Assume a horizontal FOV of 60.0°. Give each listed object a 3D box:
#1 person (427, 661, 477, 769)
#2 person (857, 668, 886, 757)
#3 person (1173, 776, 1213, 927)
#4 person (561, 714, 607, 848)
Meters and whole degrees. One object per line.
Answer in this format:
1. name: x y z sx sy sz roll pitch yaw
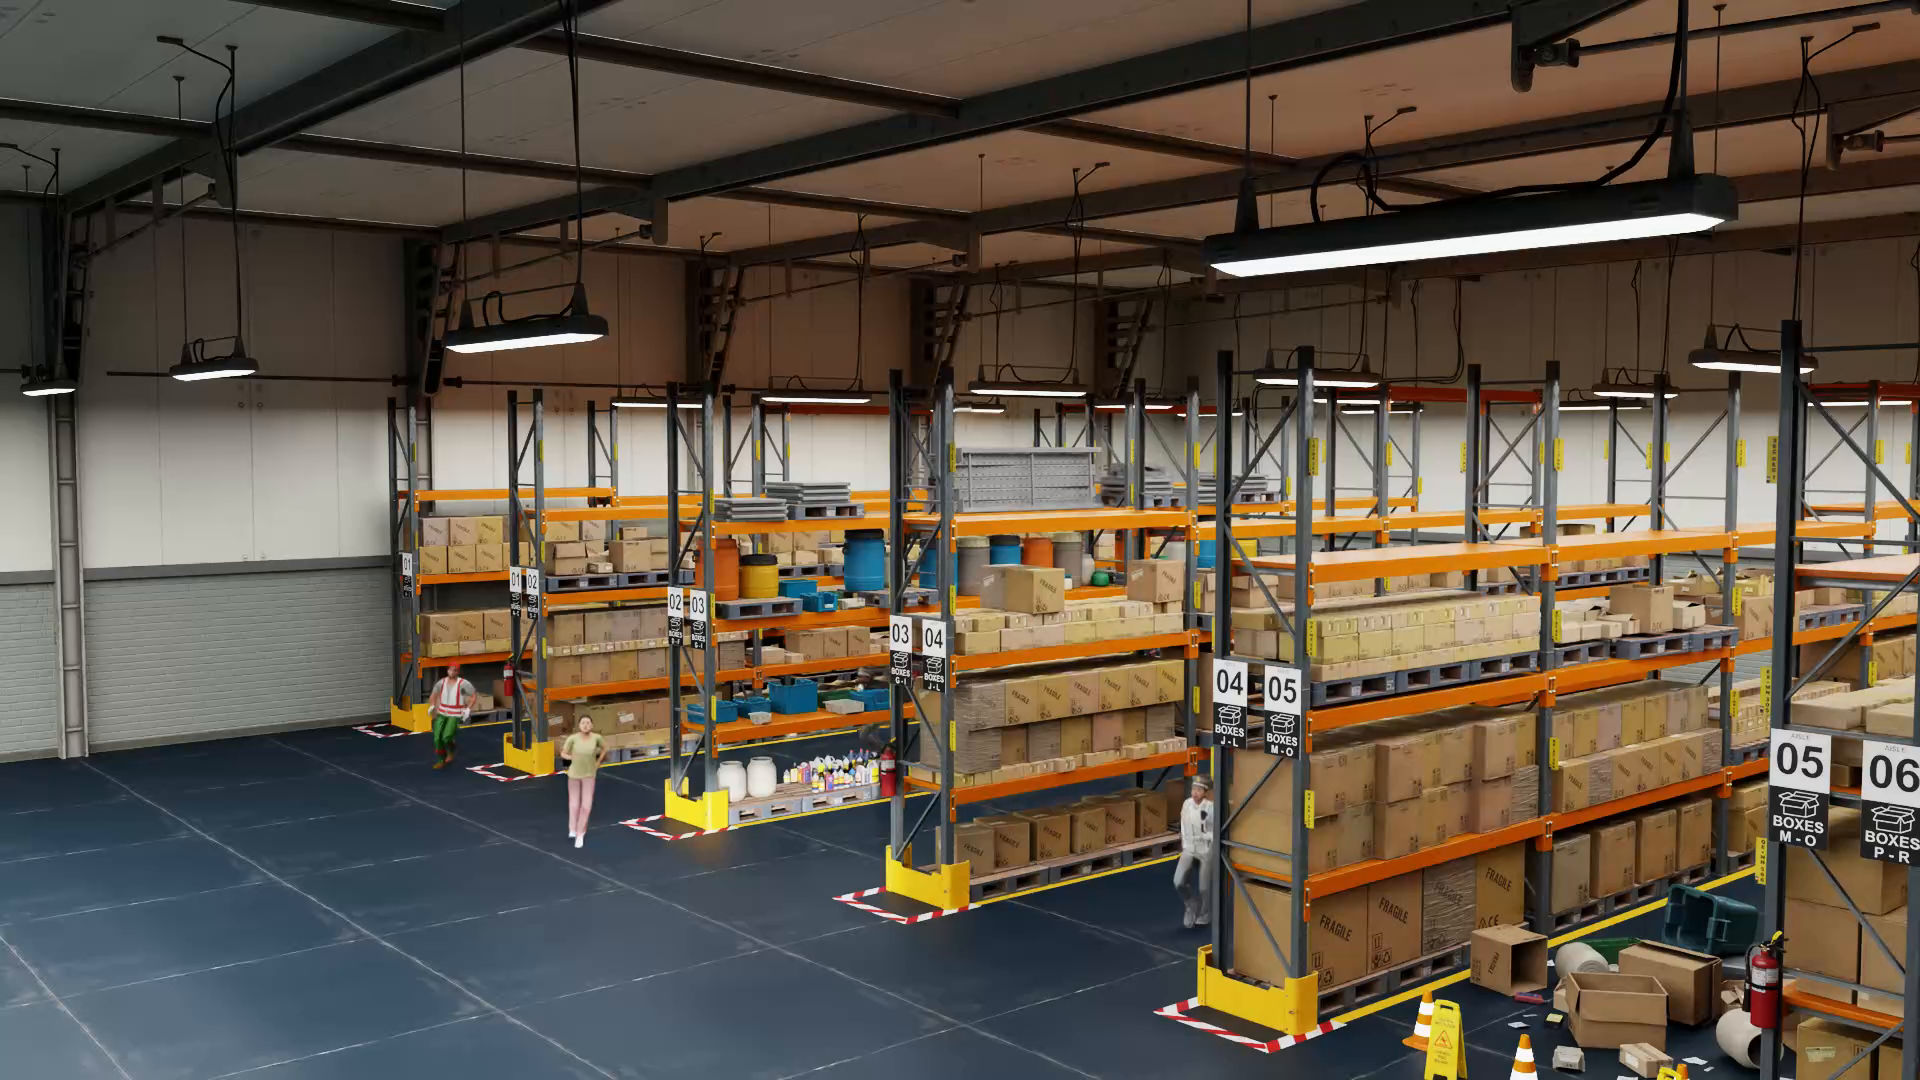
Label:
1. person: -8.063 2.775 26.279 0.714 1.717 0.530 1 3 9
2. person: -1.392 2.810 26.313 0.790 1.623 0.562 -3 4 -37
3. person: 2.527 3.292 17.574 0.606 1.652 0.660 2 4 33
4. person: -4.851 3.109 21.460 0.580 1.658 0.699 -1 3 -10
